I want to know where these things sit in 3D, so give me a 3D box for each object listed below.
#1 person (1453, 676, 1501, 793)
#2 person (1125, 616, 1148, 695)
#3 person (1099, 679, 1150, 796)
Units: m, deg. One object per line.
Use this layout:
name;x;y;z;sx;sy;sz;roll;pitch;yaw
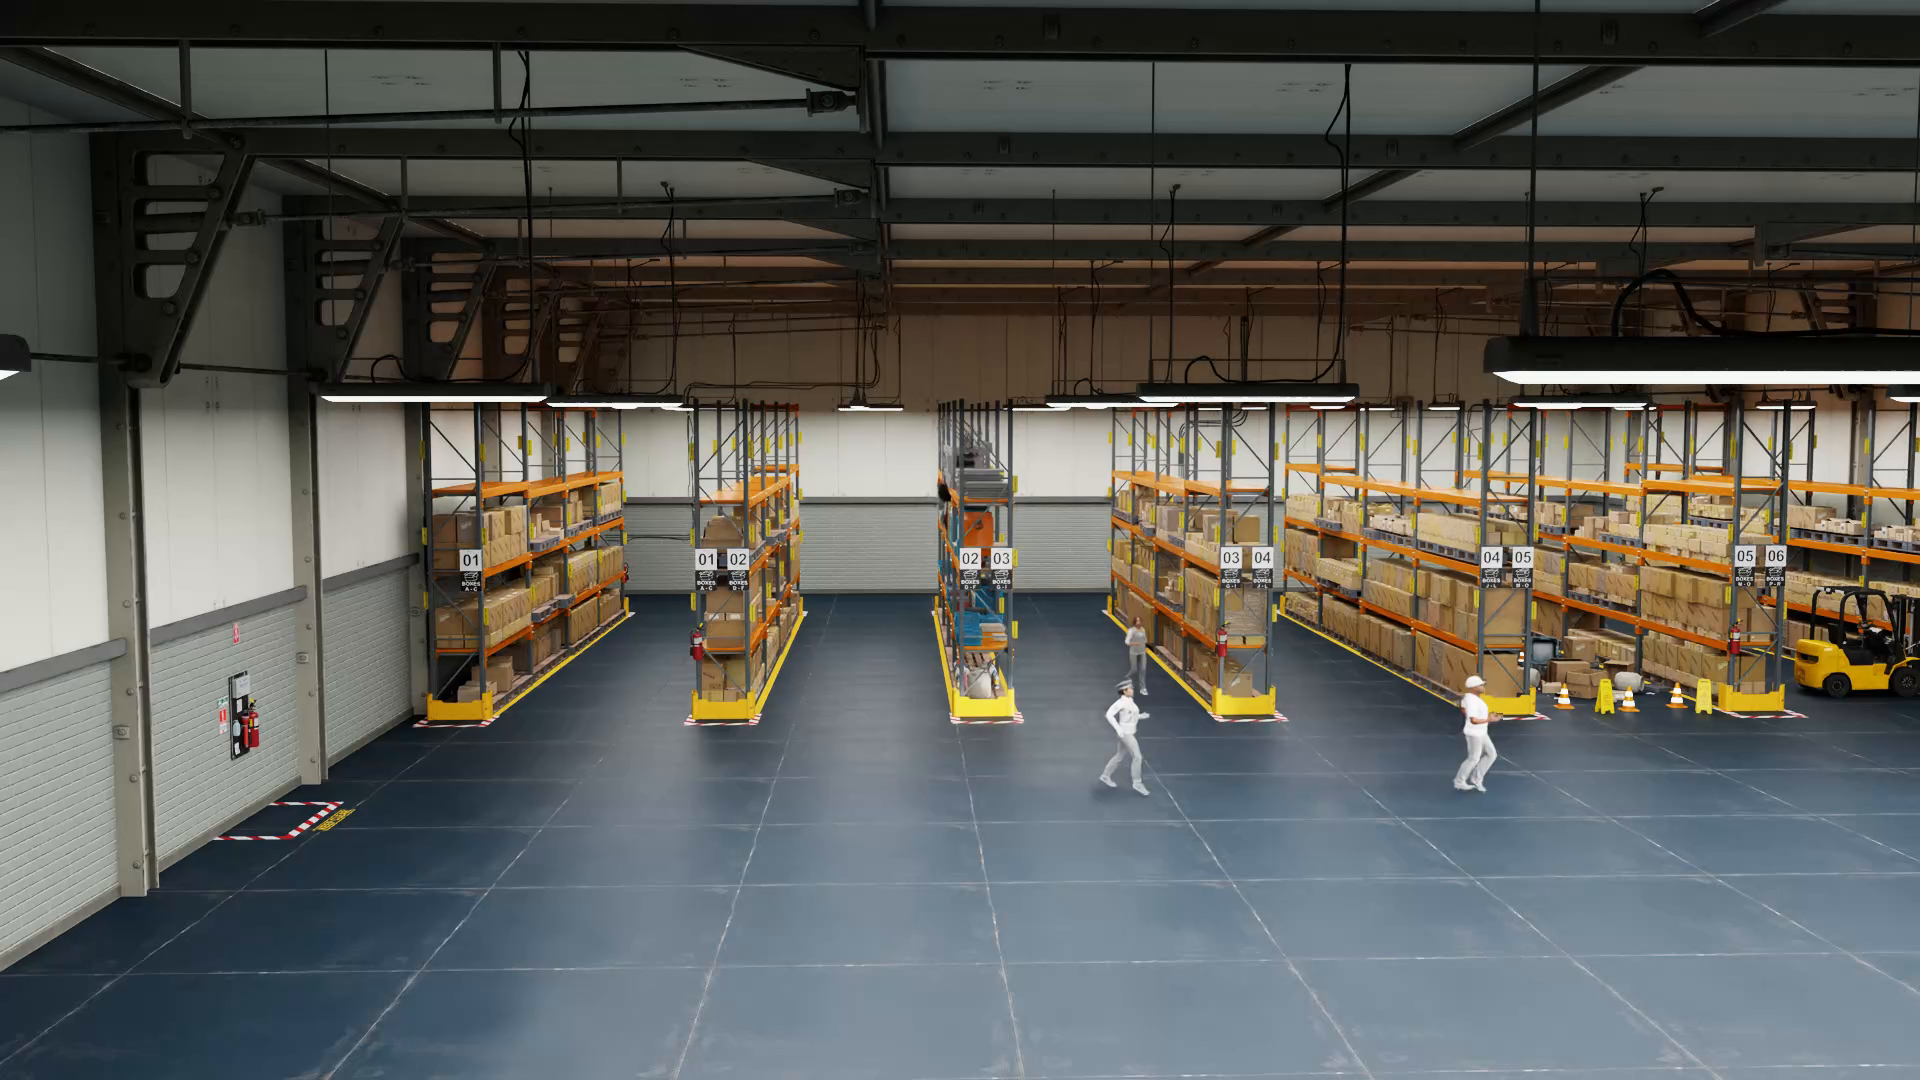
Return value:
person;7.818;2.945;25.070;0.673;1.795;0.677;2;5;26
person;3.627;2.330;33.957;0.541;1.574;0.867;-1;5;-18
person;2.500;2.965;25.101;0.791;1.736;0.587;1;4;15
